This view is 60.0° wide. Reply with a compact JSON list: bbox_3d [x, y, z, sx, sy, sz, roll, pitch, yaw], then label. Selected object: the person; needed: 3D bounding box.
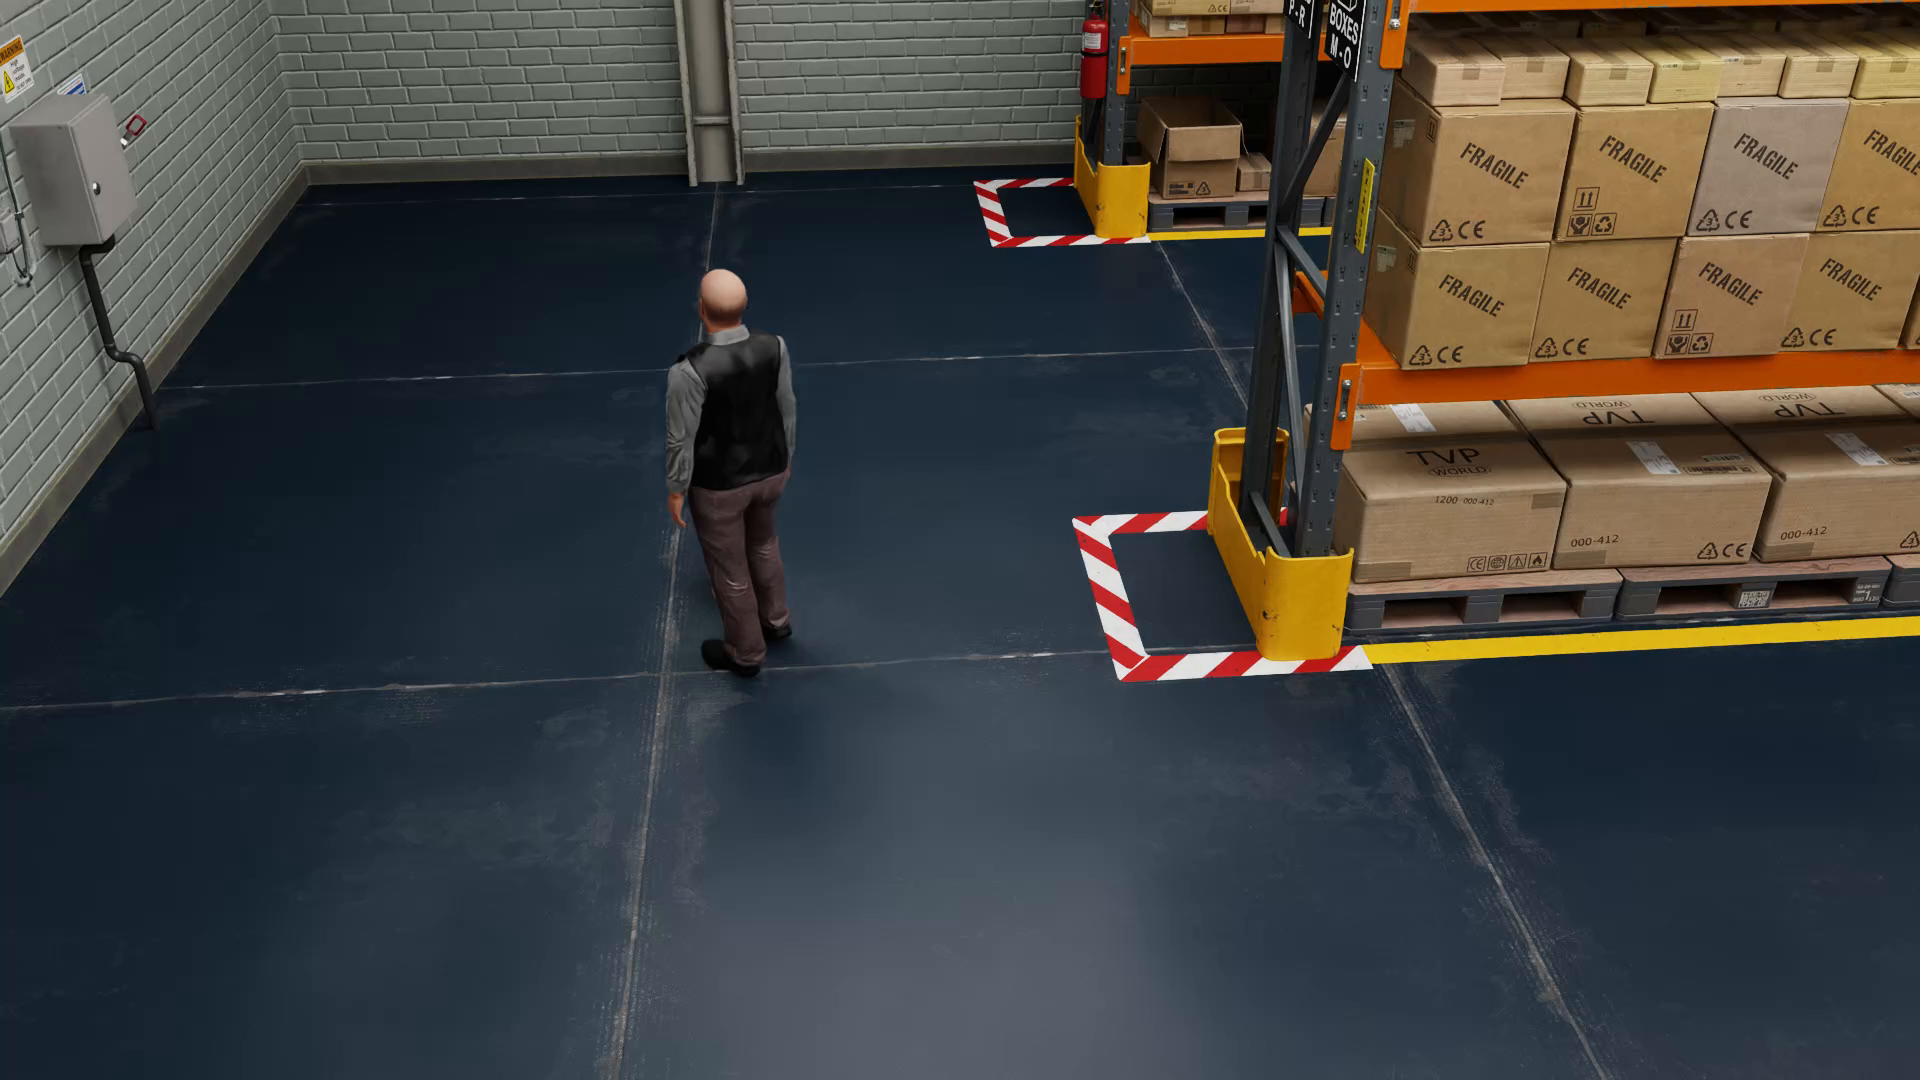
[{"bbox_3d":[-0.922,-0.233,6.589,0.572,1.784,0.435,-24,39,-34],"label":"person"}]
